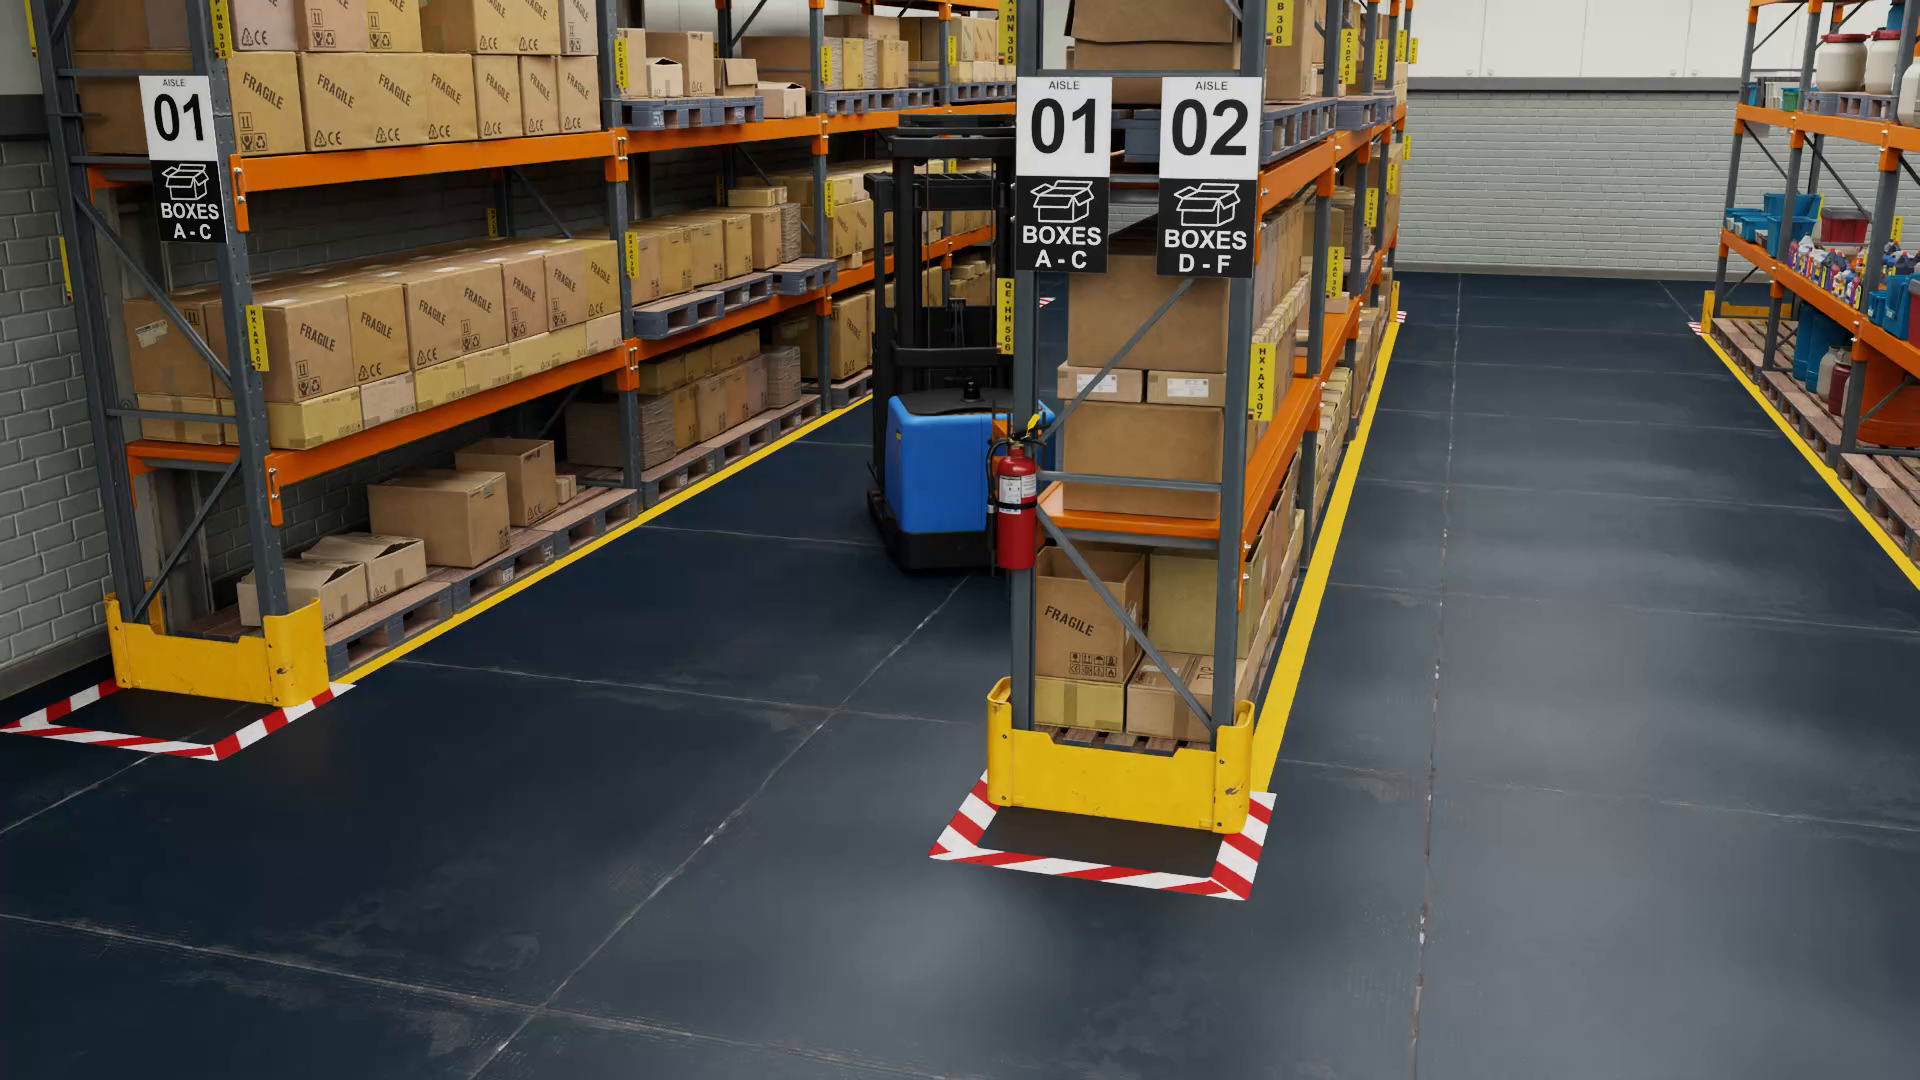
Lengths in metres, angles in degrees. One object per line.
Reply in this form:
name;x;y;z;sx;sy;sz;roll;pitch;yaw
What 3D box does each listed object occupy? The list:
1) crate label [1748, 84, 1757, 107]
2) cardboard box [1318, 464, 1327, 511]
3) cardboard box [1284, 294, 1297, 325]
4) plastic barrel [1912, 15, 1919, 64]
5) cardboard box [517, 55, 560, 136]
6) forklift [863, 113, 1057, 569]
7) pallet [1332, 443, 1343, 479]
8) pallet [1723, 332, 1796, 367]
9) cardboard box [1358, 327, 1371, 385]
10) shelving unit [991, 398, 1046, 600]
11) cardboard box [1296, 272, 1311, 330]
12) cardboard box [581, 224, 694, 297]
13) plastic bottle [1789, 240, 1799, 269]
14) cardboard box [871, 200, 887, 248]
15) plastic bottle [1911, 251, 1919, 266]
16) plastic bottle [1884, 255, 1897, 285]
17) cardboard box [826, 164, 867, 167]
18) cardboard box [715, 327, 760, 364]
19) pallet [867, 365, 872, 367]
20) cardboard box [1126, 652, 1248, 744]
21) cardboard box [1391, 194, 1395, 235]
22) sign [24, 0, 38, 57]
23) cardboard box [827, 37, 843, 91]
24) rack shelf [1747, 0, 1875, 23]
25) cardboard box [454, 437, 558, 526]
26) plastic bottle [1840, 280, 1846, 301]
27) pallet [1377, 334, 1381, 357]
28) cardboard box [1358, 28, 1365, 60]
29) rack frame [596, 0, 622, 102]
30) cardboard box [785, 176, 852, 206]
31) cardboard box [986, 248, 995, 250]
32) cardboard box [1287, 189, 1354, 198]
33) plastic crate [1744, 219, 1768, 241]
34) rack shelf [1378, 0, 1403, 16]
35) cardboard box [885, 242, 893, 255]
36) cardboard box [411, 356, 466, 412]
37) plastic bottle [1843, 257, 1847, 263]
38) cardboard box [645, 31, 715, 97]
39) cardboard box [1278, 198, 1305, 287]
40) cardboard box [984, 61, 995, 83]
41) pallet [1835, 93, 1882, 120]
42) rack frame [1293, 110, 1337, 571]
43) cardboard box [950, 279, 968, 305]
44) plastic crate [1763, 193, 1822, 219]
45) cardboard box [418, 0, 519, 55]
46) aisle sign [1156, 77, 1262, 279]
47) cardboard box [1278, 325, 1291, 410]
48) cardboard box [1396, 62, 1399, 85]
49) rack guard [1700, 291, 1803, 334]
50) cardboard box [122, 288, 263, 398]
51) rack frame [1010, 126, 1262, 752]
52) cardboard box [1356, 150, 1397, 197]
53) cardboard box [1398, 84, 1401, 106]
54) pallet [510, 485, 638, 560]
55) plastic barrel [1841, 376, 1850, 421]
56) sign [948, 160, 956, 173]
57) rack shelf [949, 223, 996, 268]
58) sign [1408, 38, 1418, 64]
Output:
crate label;9.447;-5.203;19.452;0.408;0.251;0.502;5;16;16
cardboard box;2.360;-0.393;11.986;0.500;0.250;0.500;5;17;17
cardboard box;1.771;-1.364;9.769;0.380;0.149;0.250;5;16;16
plastic barrel;7.910;-3.955;13.223;0.600;0.830;0.708;5;16;16
cardboard box;-2.952;-2.895;10.822;0.500;0.500;0.500;3;16;11
forklift;-0.099;-1.578;12.020;1.130;2.935;3.031;-3;16;-9
pallet;2.726;-0.786;14.214;1.003;0.211;1.213;5;16;16
pallet;9.399;-2.176;19.113;1.003;0.211;1.213;5;16;16
cardboard box;3.835;-1.851;16.634;0.500;0.500;0.500;4;16;14
shelving unit;0.367;-0.270;10.581;0.258;1.200;0.503;-3;16;-9
cardboard box;2.245;-1.679;12.069;0.500;0.500;0.500;6;17;20
cardboard box;-2.546;-2.213;13.144;0.700;0.500;0.500;6;17;22
plastic bottle;8.331;-2.848;16.586;0.061;0.283;0.133;5;16;16
cardboard box;-1.070;-3.297;17.193;0.500;0.500;0.500;5;16;16
plastic bottle;8.622;-2.424;14.968;0.144;0.351;0.185;5;16;16
plastic bottle;8.604;-2.493;15.357;0.097;0.271;0.097;0;16;0
cardboard box;-1.276;-3.962;18.163;0.500;0.250;0.500;4;16;14
cardboard box;-2.129;-1.756;14.925;0.500;0.250;0.500;5;17;17
pallet;-1.108;-1.900;18.142;1.003;0.211;1.213;5;16;16
cardboard box;1.090;0.751;7.955;0.500;0.250;0.500;5;16;16
cardboard box;4.970;-3.945;20.058;0.500;0.500;0.500;4;16;15
sign;-4.553;-2.548;8.195;0.100;0.325;0.005;5;16;16
cardboard box;-1.570;-4.700;16.417;0.700;0.500;0.500;4;16;13
rack shelf;9.451;-5.872;18.093;1.077;0.370;4.000;5;16;16
cardboard box;-3.146;-0.411;11.557;0.500;0.500;0.500;3;16;12
plastic bottle;7.651;-2.164;14.325;0.097;0.201;0.097;0;16;0
pallet;4.331;-2.225;19.286;1.003;0.211;1.213;5;16;16
cardboard box;3.753;-4.825;16.711;0.600;0.600;0.600;4;16;15
rack frame;-2.889;-4.563;11.425;1.000;3.000;0.127;5;16;16
cardboard box;-1.368;-3.391;16.149;0.500;0.250;0.500;5;17;17
cardboard box;0.556;-3.889;22.667;0.380;0.149;0.250;4;16;15
cardboard box;3.651;-3.345;17.174;0.700;0.500;0.500;7;17;25
plastic crate;9.174;-3.534;18.990;0.416;0.233;0.300;5;16;16
rack shelf;3.566;-5.211;15.762;1.077;0.370;4.000;5;16;16
cardboard box;-0.930;-3.151;17.864;0.380;0.149;0.250;5;17;18
cardboard box;-3.299;-0.941;9.887;0.500;0.250;0.500;4;16;15
plastic bottle;8.080;-2.455;15.223;0.097;0.271;0.097;0;16;0
cardboard box;-2.307;-3.829;13.384;0.500;0.500;0.500;4;16;14
cardboard box;1.741;-1.849;10.291;0.700;0.500;0.500;5;17;16
cardboard box;0.130;-5.818;20.670;0.500;0.250;0.500;4;16;14
pallet;8.434;-3.844;14.734;1.003;0.211;1.213;5;16;16
rack frame;1.861;-1.294;10.893;1.000;3.000;0.127;5;16;16
cardboard box;-0.305;-2.957;20.569;0.700;0.500;0.500;5;17;17
plastic crate;10.103;-3.992;20.231;0.616;0.435;0.499;5;16;16
cardboard box;-3.056;-3.225;10.153;0.500;0.500;0.500;4;16;14
aisle sign;0.999;-1.457;6.704;0.394;0.787;0.004;5;16;16
cardboard box;1.597;-1.087;9.980;0.700;0.500;0.500;4;16;15
cardboard box;4.651;-5.237;18.657;0.500;0.250;0.500;5;16;16
rack guard;10.014;-2.853;20.971;1.175;0.500;0.348;5;16;16
cardboard box;-4.096;-1.068;8.963;0.500;0.500;0.500;4;16;15
rack frame;0.724;-0.247;7.204;1.000;3.000;0.127;5;16;16
cardboard box;4.831;-4.287;19.430;0.500;0.500;0.500;4;16;14
cardboard box;4.938;-5.258;19.647;0.500;0.250;0.500;5;16;16
pallet;-3.046;-0.157;11.995;1.003;0.211;1.213;5;16;16
plastic barrel;7.943;-1.244;14.508;0.421;0.512;0.421;0;16;0
sign;-0.093;-4.249;19.336;0.100;0.325;0.005;5;16;16
rack shelf;-0.048;-3.947;21.566;1.077;0.370;4.000;5;16;16
sign;5.798;-6.254;21.261;0.100;0.325;0.005;5;16;16
